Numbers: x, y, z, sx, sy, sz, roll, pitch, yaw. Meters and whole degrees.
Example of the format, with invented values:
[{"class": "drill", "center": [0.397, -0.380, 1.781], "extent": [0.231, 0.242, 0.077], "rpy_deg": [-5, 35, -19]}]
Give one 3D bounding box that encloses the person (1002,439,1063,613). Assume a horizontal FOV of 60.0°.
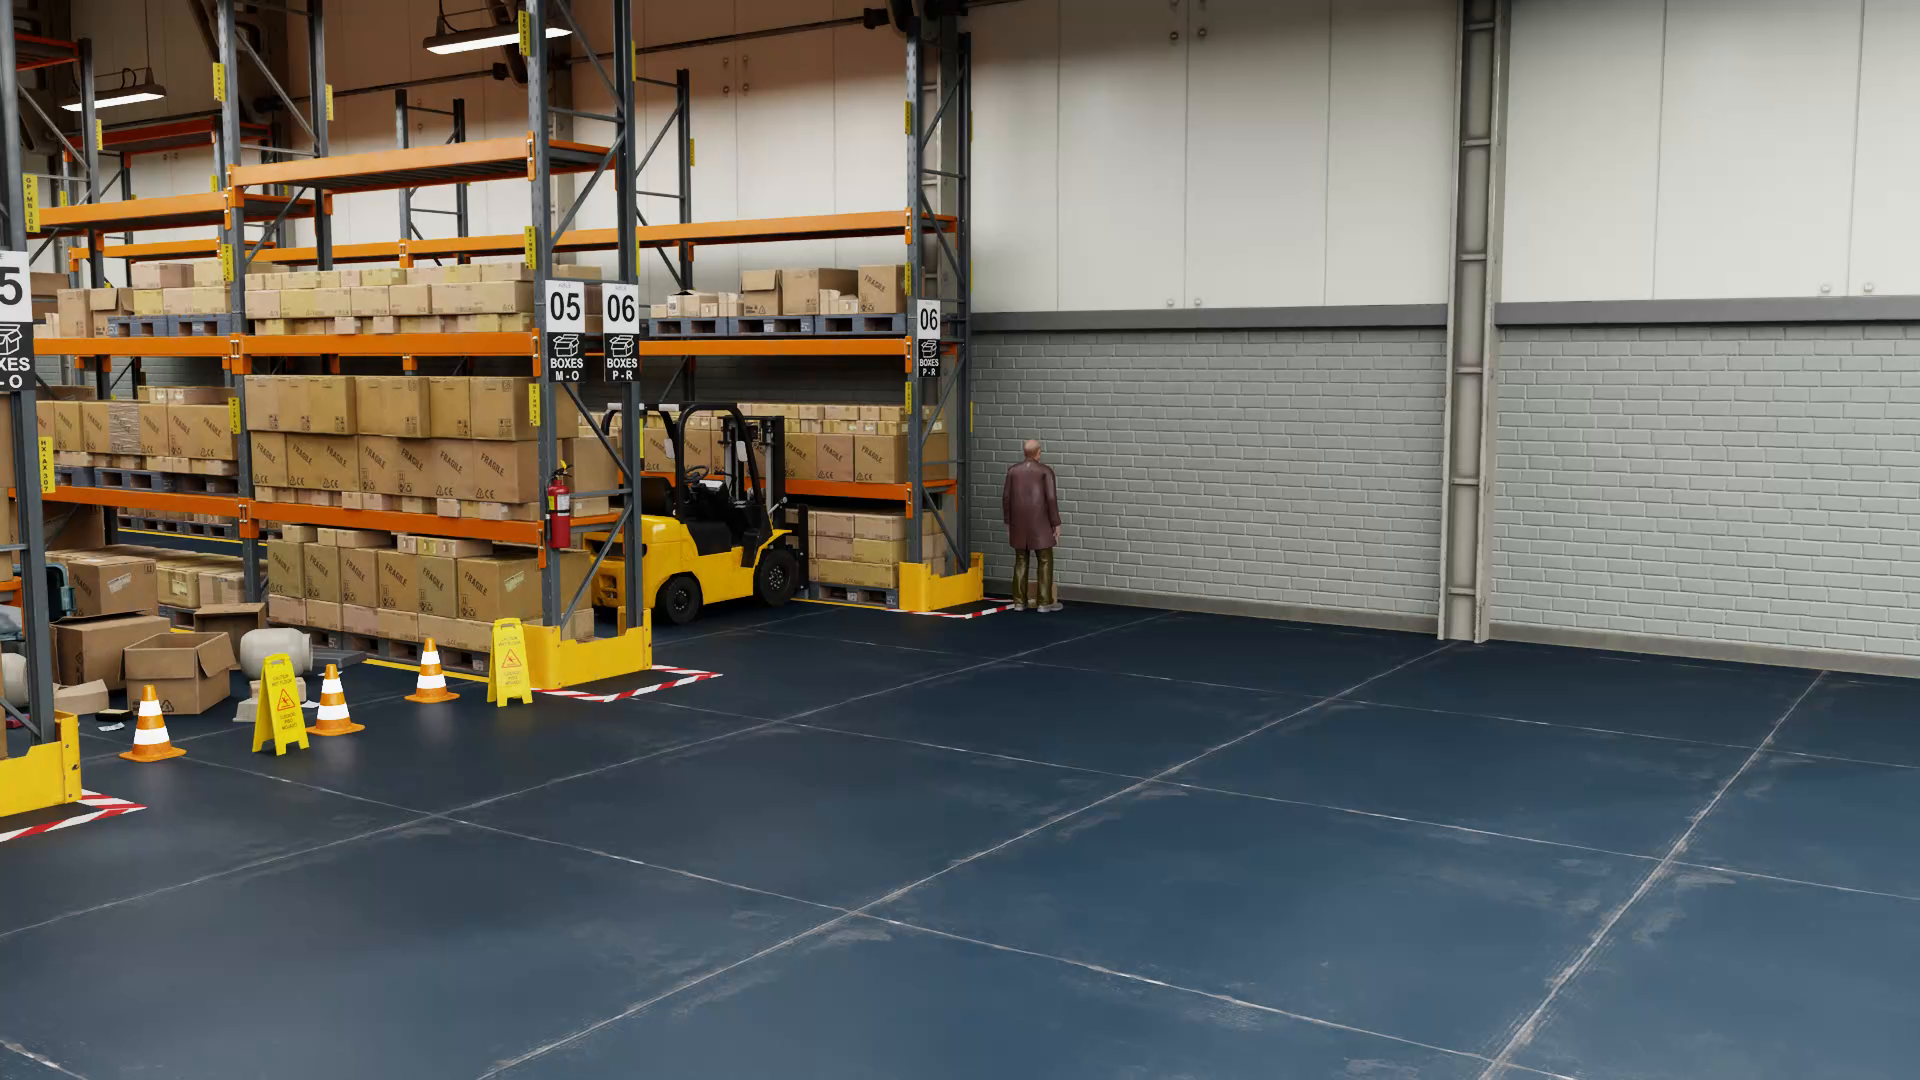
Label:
[{"class": "person", "center": [0.746, -0.151, 17.164], "extent": [0.643, 1.773, 0.431], "rpy_deg": [3, 7, 26]}]
